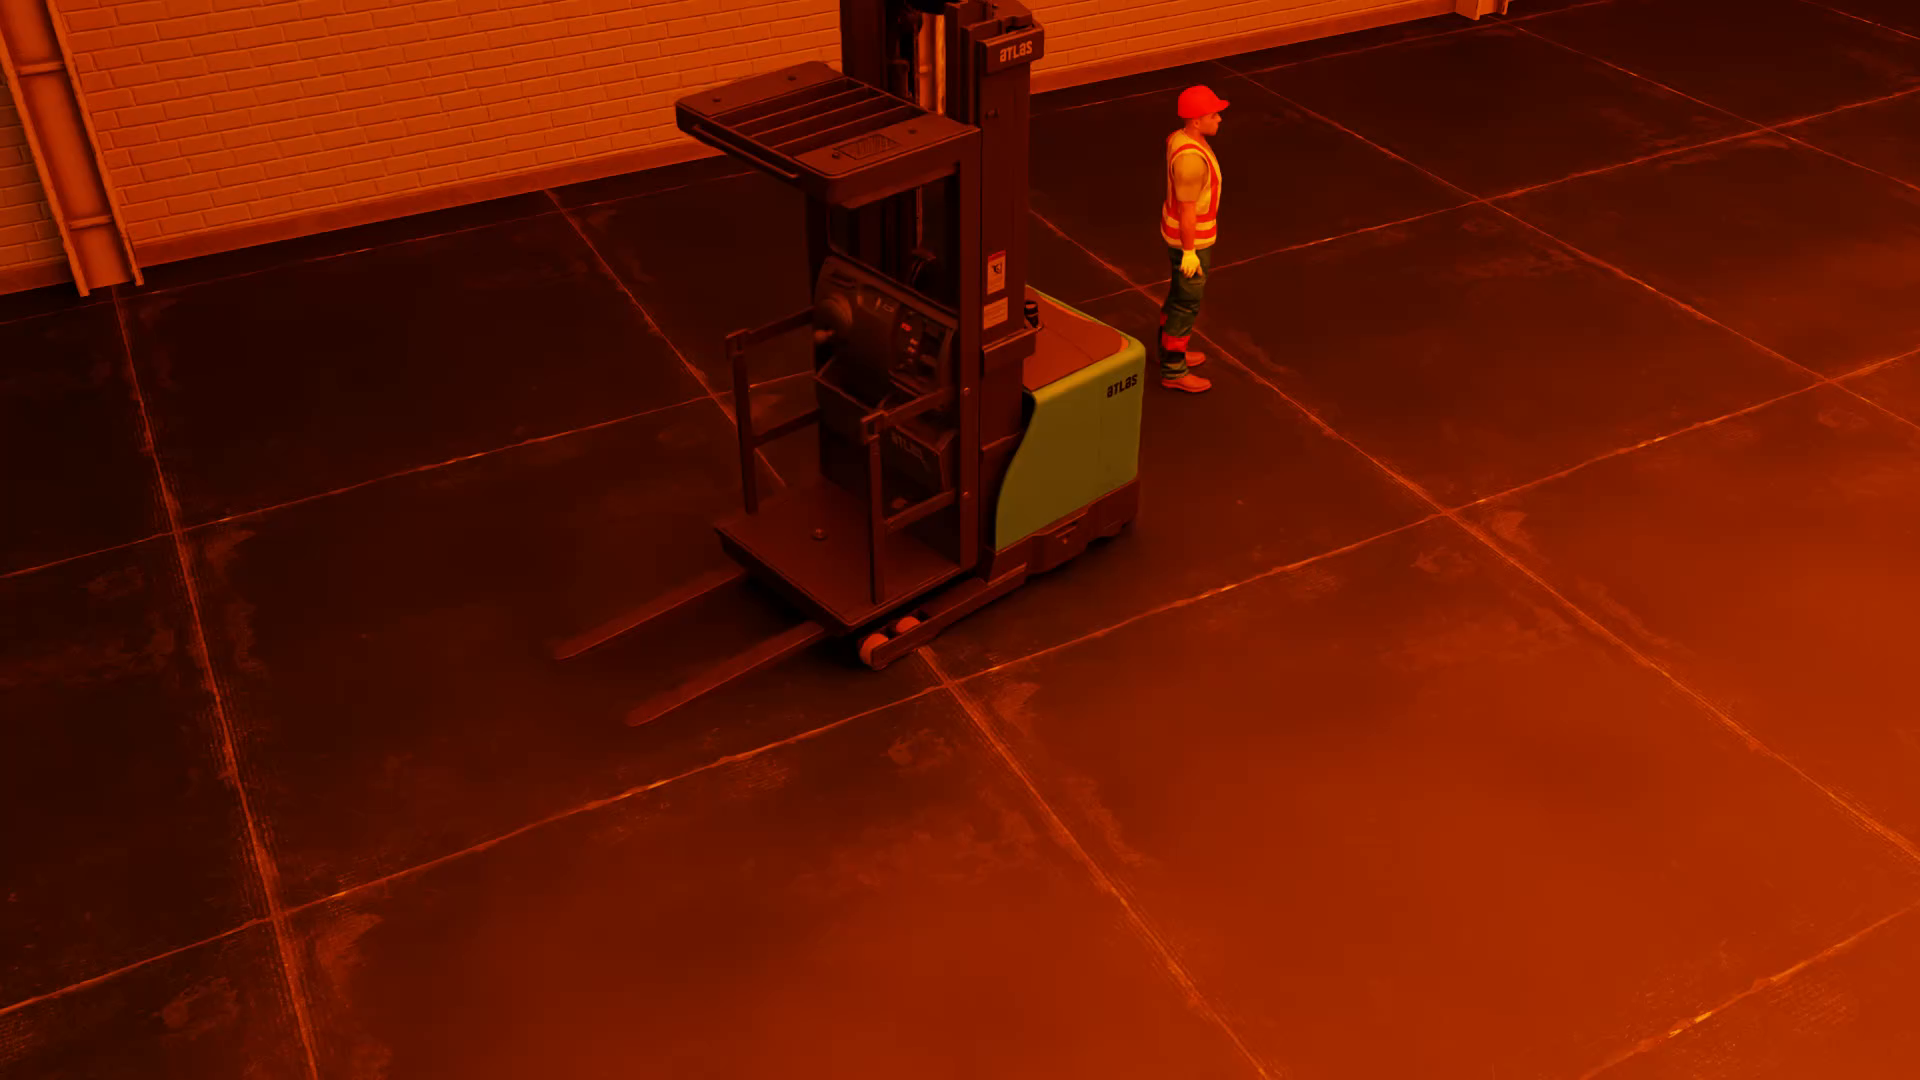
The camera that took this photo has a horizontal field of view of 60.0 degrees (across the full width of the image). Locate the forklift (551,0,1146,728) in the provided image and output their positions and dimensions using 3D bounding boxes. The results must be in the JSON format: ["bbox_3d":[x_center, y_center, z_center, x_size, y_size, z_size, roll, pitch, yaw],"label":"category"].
[{"bbox_3d":[-0.506,-0.932,7.441,3.031,2.935,1.130,-27,43,-33],"label":"forklift"}]

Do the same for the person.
[{"bbox_3d":[1.329,-1.740,9.575,0.346,1.794,0.581,0,35,1],"label":"person"}]
